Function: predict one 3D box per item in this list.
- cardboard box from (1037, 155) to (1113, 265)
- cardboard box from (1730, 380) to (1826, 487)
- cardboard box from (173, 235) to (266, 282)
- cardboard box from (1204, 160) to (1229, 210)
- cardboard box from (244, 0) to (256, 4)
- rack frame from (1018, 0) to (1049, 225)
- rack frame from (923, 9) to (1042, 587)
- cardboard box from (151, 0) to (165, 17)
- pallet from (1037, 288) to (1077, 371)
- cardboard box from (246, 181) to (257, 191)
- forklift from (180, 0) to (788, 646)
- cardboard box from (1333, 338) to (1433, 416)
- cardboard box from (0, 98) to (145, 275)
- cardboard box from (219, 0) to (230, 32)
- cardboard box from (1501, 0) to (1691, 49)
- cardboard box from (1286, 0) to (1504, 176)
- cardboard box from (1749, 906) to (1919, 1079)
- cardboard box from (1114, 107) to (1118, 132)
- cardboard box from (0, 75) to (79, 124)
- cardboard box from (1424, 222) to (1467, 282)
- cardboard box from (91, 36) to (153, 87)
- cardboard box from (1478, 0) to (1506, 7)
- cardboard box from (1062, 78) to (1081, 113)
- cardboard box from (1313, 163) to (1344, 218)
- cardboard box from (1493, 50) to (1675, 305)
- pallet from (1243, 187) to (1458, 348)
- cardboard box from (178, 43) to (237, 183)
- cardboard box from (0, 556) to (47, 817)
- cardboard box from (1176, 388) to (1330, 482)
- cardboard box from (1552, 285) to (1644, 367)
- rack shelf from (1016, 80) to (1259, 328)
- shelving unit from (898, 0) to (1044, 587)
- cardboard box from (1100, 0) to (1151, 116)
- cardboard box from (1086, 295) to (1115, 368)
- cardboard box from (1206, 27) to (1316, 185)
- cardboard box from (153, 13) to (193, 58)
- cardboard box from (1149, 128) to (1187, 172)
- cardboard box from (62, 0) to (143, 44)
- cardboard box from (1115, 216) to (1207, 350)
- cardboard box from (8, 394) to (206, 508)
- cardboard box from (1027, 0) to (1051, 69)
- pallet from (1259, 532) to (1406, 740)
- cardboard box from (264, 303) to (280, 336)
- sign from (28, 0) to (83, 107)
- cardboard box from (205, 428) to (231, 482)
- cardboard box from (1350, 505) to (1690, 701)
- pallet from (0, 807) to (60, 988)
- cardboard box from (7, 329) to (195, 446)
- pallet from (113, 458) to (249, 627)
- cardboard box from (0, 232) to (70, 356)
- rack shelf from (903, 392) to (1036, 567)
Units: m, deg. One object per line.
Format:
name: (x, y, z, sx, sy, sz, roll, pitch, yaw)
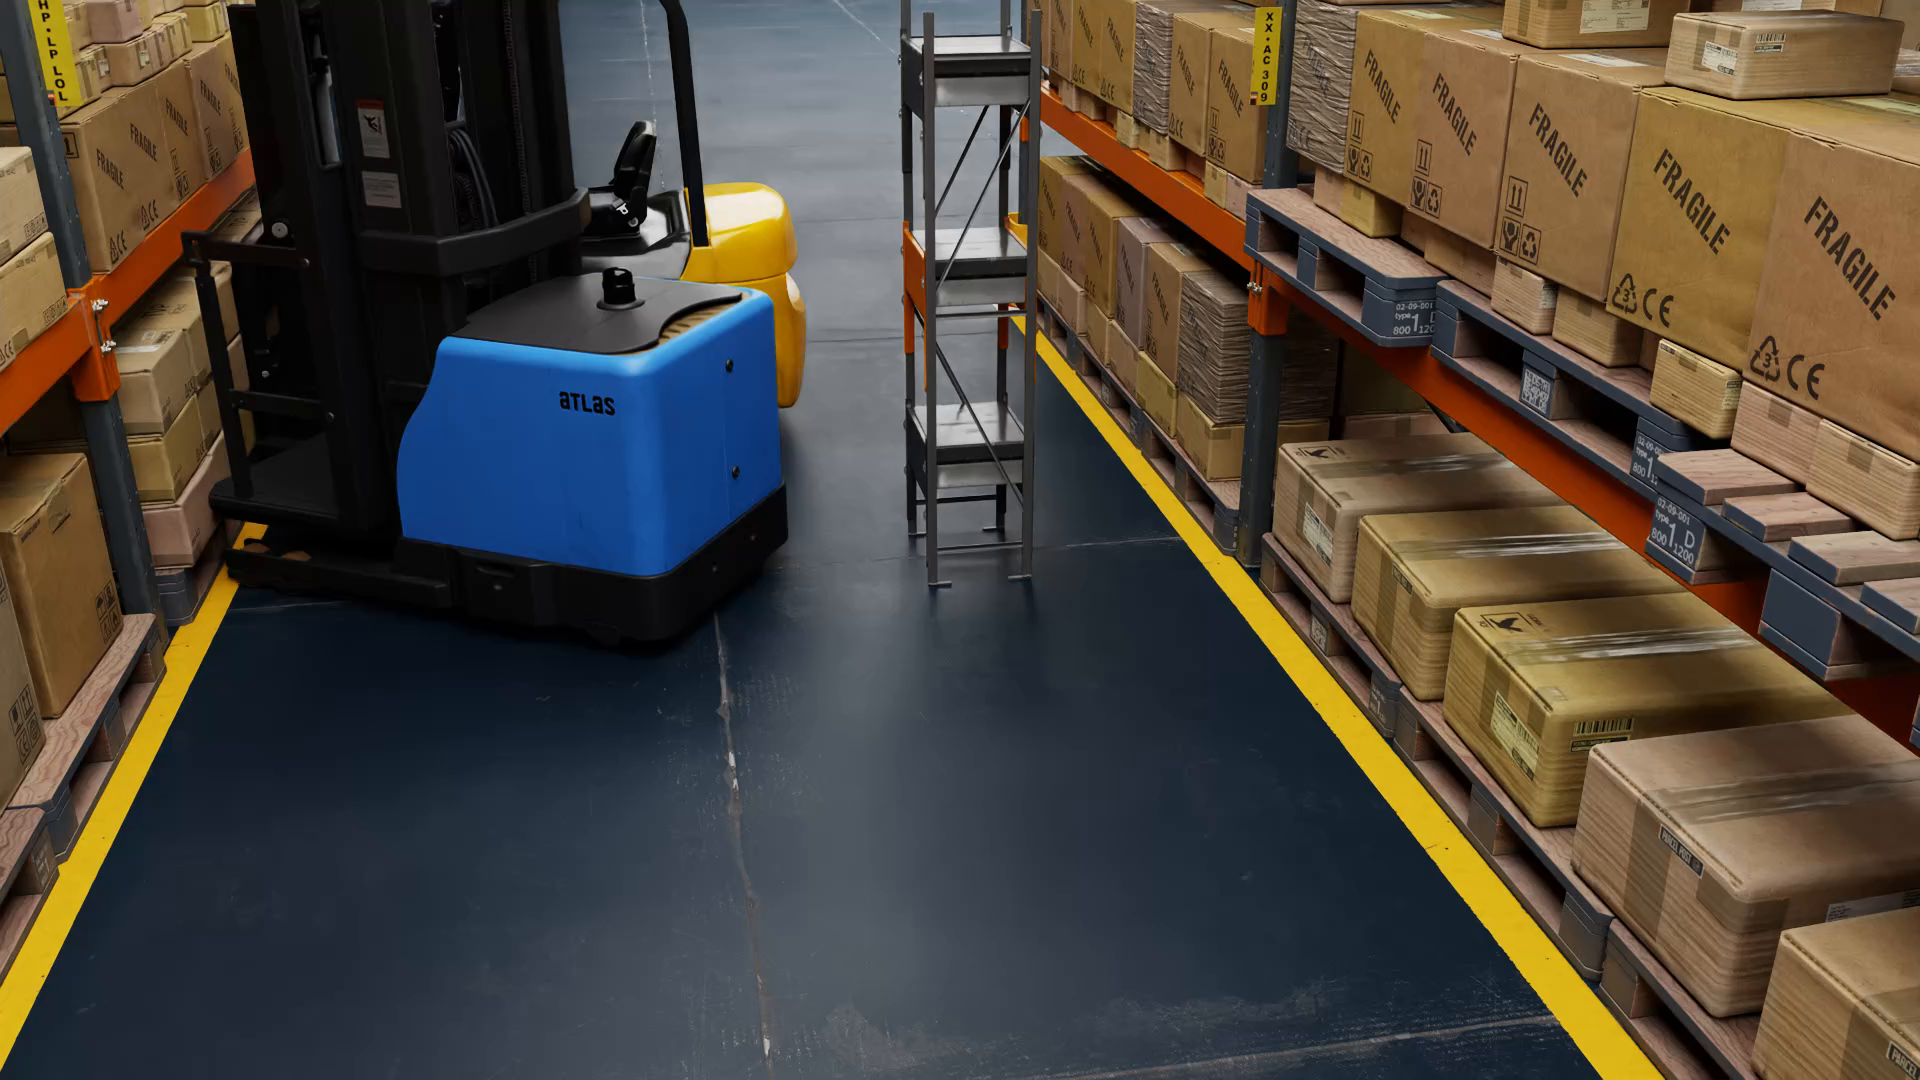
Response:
cardboard box: (0.734, -1.819, 9.140, 0.500, 0.500, 0.500, -5, 24, -12)
cardboard box: (1.789, -0.227, 3.312, 0.380, 0.149, 0.250, -5, 24, -12)
cardboard box: (-3.345, -1.155, 7.309, 0.500, 0.250, 0.500, -5, 24, -11)
cardboard box: (1.179, -1.403, 6.528, 0.380, 0.149, 0.250, -4, 24, -9)
cardboard box: (-3.610, -2.650, 8.134, 0.380, 0.149, 0.250, -4, 24, -9)
rack frame: (0.852, -2.890, 9.619, 1.000, 3.000, 0.127, -4, 24, -10)
rack frame: (0.076, -0.801, 5.961, 0.400, 2.100, 0.015, -4, 24, -10)
cardboard box: (-3.433, -2.172, 6.668, 0.380, 0.149, 0.250, -4, 24, -10)
pallet: (0.981, -1.260, 9.371, 1.003, 0.211, 1.213, -4, 24, -10)
cardboard box: (-3.634, -1.753, 8.678, 0.500, 0.250, 0.500, -4, 24, -8)
forklift: (-2.253, -1.323, 6.118, 3.031, 2.935, 1.130, 8, 25, 19)
cardboard box: (1.747, -0.844, 6.909, 0.500, 0.500, 0.500, -3, 24, -7)
cardboard box: (-3.112, -1.187, 5.595, 0.500, 0.500, 0.500, -5, 24, -11)
cardboard box: (-3.492, -2.343, 7.433, 0.380, 0.149, 0.250, -5, 24, -11)
cardboard box: (1.633, -1.357, 4.278, 0.380, 0.149, 0.250, -3, 24, -7)
cardboard box: (1.396, -1.485, 5.382, 0.500, 0.500, 0.500, -4, 24, -8)
cardboard box: (2.236, 1.046, 3.366, 0.950, 0.372, 0.625, -6, 24, -13)
cardboard box: (0.951, -2.009, 7.916, 0.380, 0.149, 0.250, -5, 24, -11)
cardboard box: (-3.087, -1.435, 5.353, 0.380, 0.149, 0.250, -5, 24, -11)
cardboard box: (1.554, -0.844, 4.724, 0.380, 0.149, 0.250, -4, 24, -9)
cardboard box: (-3.184, -1.740, 6.051, 0.380, 0.149, 0.250, -4, 24, -9)
cardboard box: (1.902, -1.526, 5.475, 0.500, 0.500, 0.500, -5, 24, -11)
cardboard box: (0.743, -2.314, 8.614, 0.380, 0.149, 0.250, -4, 24, -9)
cardboard box: (1.383, -1.153, 5.431, 0.380, 0.149, 0.250, -4, 24, -9)
cardboard box: (1.673, -0.892, 4.022, 0.500, 0.500, 0.500, -5, 24, -12)
pallet: (1.590, -0.917, 5.342, 1.003, 0.211, 1.213, -4, 24, -10)
cardboard box: (-3.391, -1.789, 6.974, 0.500, 0.500, 0.500, -4, 24, -9)
cardboard box: (-3.043, 0.459, 4.395, 0.875, 0.625, 0.625, -5, 24, -10)
cardboard box: (1.218, -0.461, 6.969, 0.500, 0.250, 0.500, -3, 24, -7)
cardboard box: (1.675, -0.535, 4.017, 0.380, 0.149, 0.250, -5, 24, -11)
rack shelf: (1.221, -1.773, 7.961, 1.077, 0.370, 4.000, -4, 24, -10)
shelving unit: (0.031, -0.897, 6.181, 0.431, 2.100, 0.503, -4, 24, -10)
cardboard box: (0.963, -2.262, 7.684, 0.500, 0.500, 0.500, -5, 24, -11)
cardboard box: (0.929, -1.069, 8.361, 0.500, 0.250, 0.500, -3, 24, -6)
cardboard box: (1.265, -1.655, 6.295, 0.500, 0.500, 0.500, -5, 24, -11)
cardboard box: (-3.353, -2.045, 6.749, 0.380, 0.149, 0.250, -5, 24, -11)
cardboard box: (1.041, -1.704, 7.219, 0.380, 0.149, 0.250, -5, 24, -11)
cardboard box: (-3.193, -1.879, 5.997, 0.380, 0.149, 0.250, -4, 24, -9)
cardboard box: (1.027, -1.206, 7.737, 0.500, 0.500, 0.500, -3, 24, -7)
cardboard box: (-3.072, -0.322, 6.026, 0.500, 0.250, 0.500, -4, 24, -10)
cardboard box: (0.667, -2.865, 9.065, 0.500, 0.500, 0.500, -5, 24, -11)
pallet: (1.737, 0.268, 5.873, 1.003, 0.211, 1.213, -4, 24, -10)
cardboard box: (-3.341, -0.917, 7.389, 0.500, 0.250, 0.500, -4, 24, -10)
sign: (-2.755, -1.486, 5.056, 0.100, 0.325, 0.005, -4, 24, -10)
cardboard box: (-3.159, -0.293, 6.584, 0.500, 0.250, 0.500, -5, 24, -11)
cardboard box: (1.827, 0.184, 5.339, 0.950, 0.372, 0.625, -3, 24, -6)
pallet: (-2.883, 1.098, 3.972, 1.003, 0.211, 1.213, -4, 24, -10)
cardboard box: (-3.067, -0.552, 5.927, 0.500, 0.250, 0.500, -5, 24, -11)
pallet: (-3.392, 0.014, 6.453, 1.003, 0.211, 1.213, -4, 24, -10)
cardboard box: (-2.936, -0.700, 4.792, 0.500, 0.250, 0.500, -4, 24, -9)
rack shelf: (0.031, -0.243, 6.466, 0.431, 0.518, 0.480, -4, 24, -10)
